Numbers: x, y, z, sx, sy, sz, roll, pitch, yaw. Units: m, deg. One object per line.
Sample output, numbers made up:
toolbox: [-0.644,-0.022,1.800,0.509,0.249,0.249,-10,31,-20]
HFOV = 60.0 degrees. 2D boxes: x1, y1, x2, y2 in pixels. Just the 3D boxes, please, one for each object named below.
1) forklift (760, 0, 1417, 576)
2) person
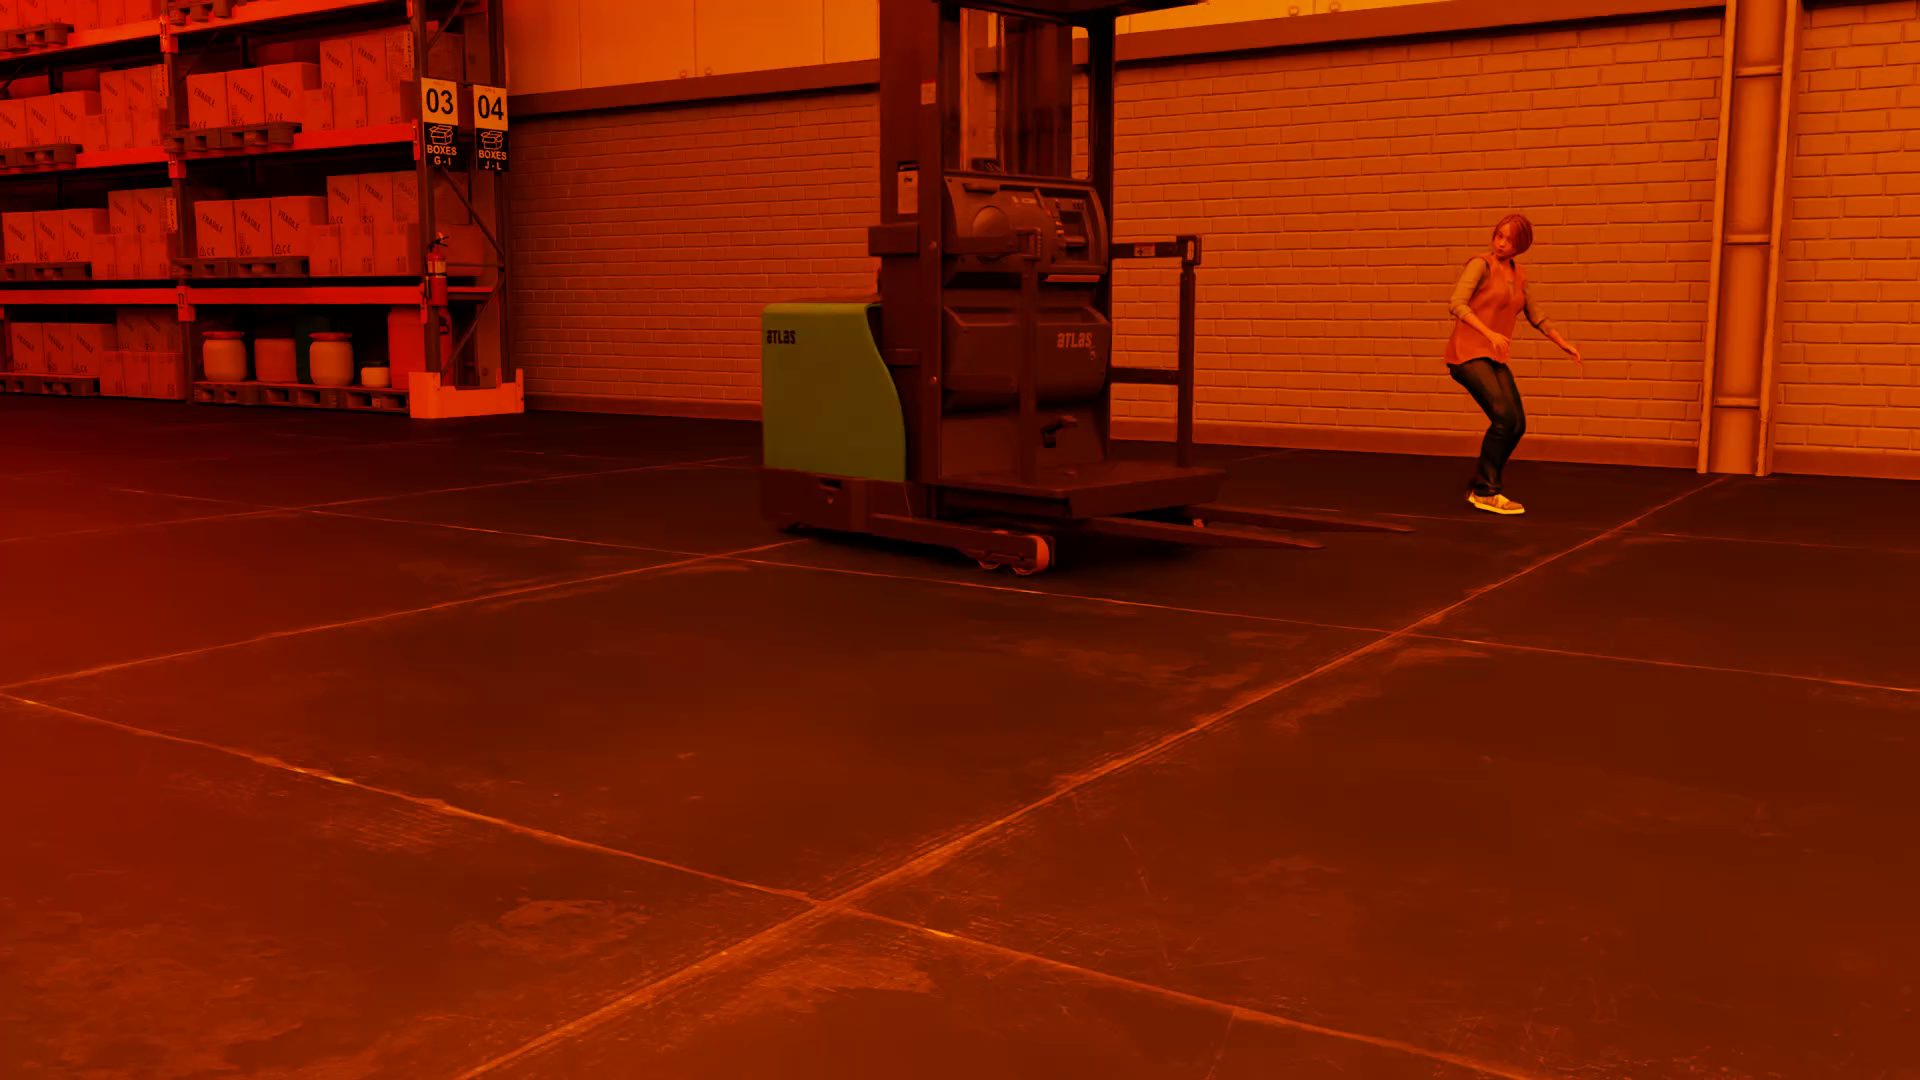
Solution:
forklift: [0.440,-1.390,6.968,1.130,2.935,3.031,-8,11,-43]
person: [2.808,-0.889,8.549,0.632,1.554,0.570,-7,11,-41]
